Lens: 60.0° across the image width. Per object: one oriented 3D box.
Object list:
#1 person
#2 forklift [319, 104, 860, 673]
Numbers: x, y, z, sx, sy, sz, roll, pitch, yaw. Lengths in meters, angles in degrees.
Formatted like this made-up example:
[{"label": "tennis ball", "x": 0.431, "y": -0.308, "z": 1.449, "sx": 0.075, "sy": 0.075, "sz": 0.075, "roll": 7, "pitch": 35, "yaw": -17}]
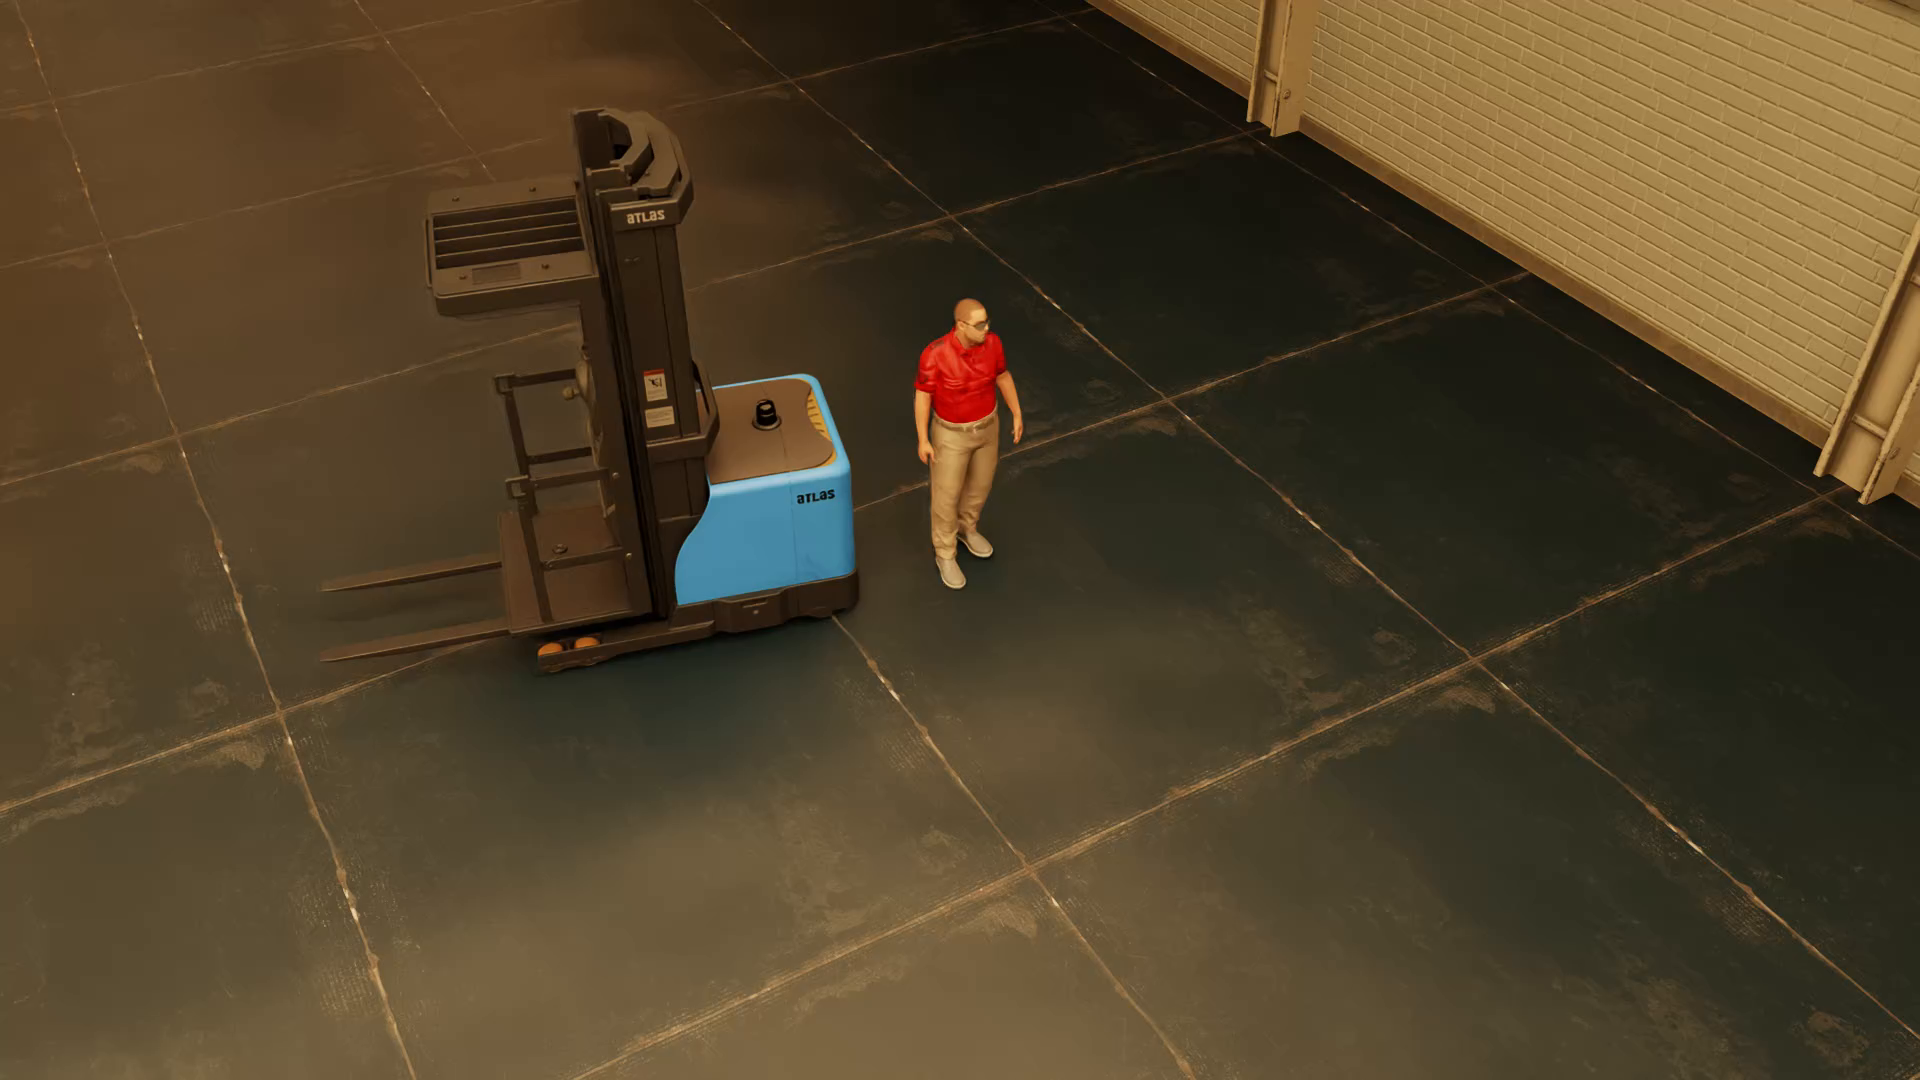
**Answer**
[{"label": "person", "x": 0.091, "y": -0.596, "z": 9.699, "sx": 0.669, "sy": 1.724, "sz": 0.521, "roll": -23, "pitch": 45, "yaw": -25}, {"label": "forklift", "x": -2.168, "y": -0.754, "z": 8.945, "sx": 3.031, "sy": 2.935, "sz": 1.130, "roll": -10, "pitch": 41, "yaw": -12}]
